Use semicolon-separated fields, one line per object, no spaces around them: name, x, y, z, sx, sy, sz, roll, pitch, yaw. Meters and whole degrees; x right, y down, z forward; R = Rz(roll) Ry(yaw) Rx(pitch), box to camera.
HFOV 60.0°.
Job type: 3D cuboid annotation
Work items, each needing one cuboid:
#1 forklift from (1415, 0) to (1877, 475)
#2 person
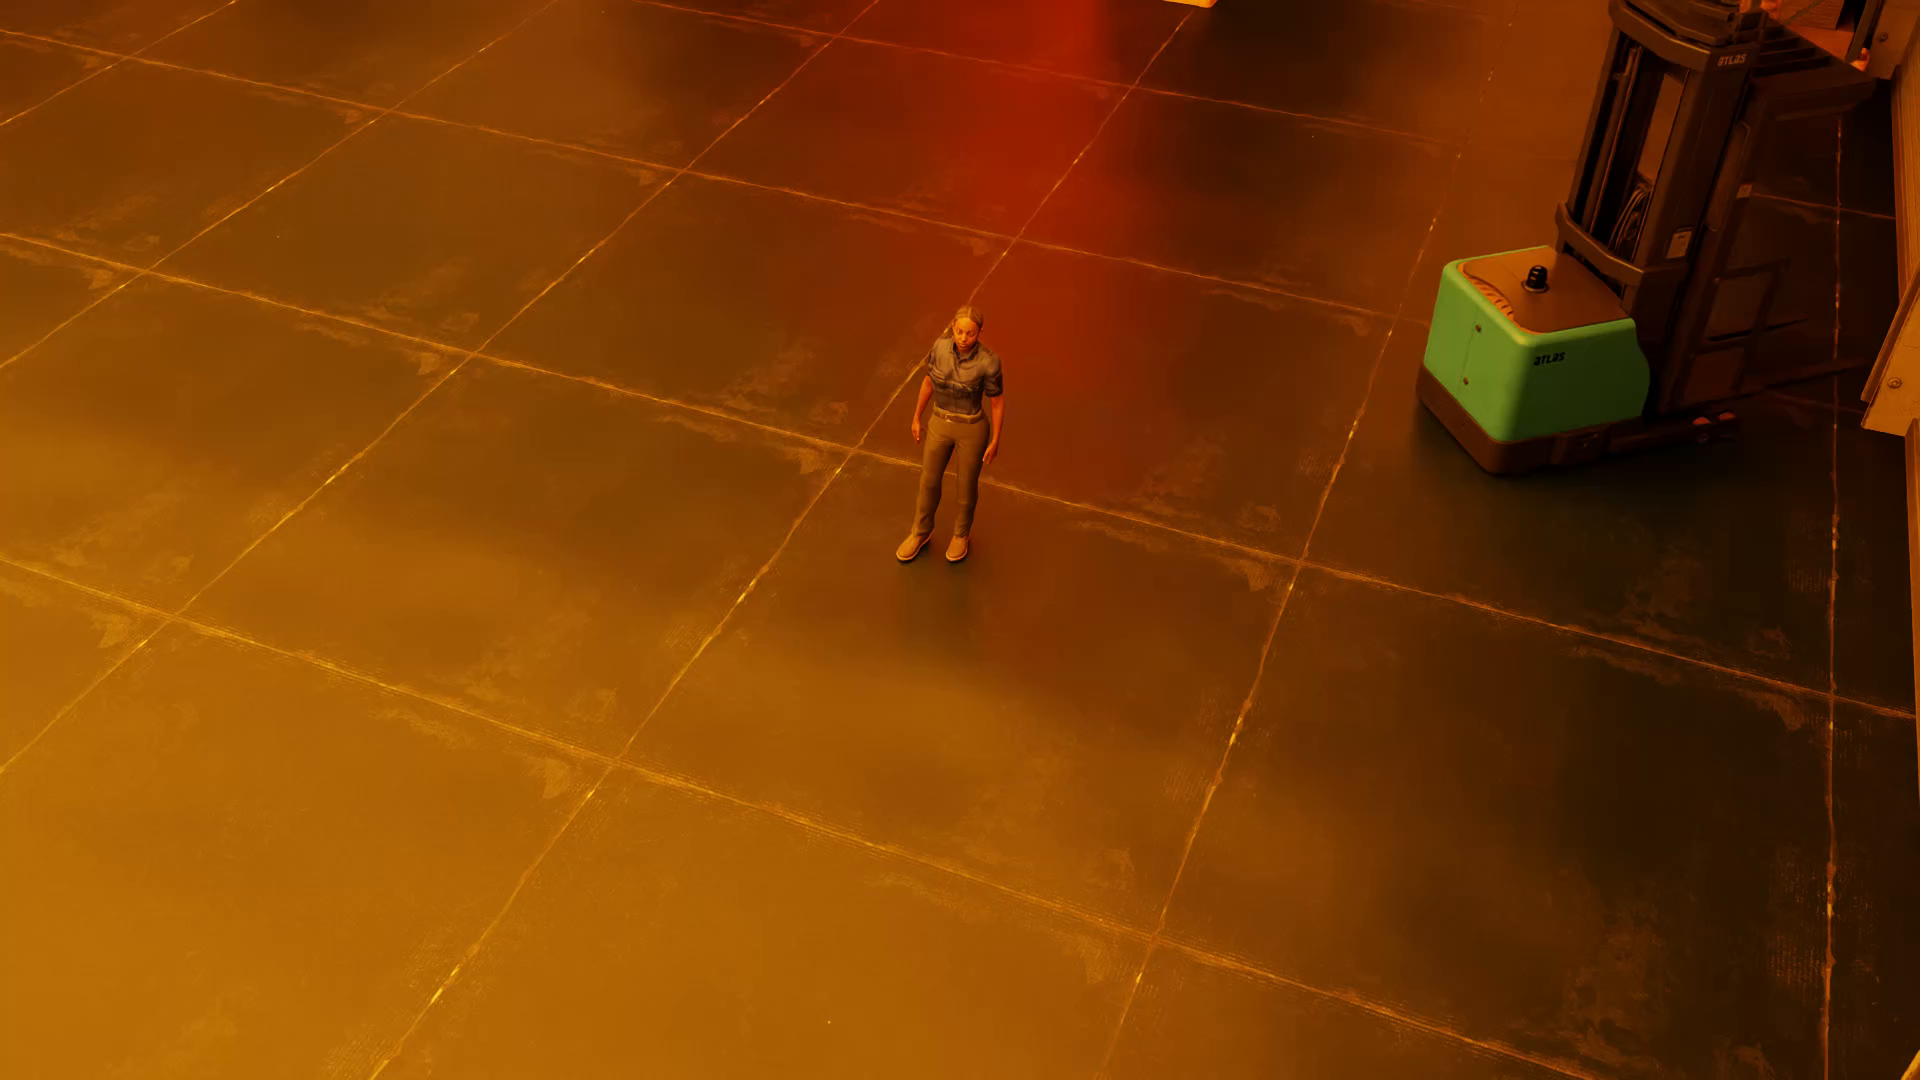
forklift;4.689;-2.087;10.499;3.031;2.935;1.130;-11;41;-13
person;-0.052;-0.593;9.697;0.569;1.656;0.503;15;42;17
